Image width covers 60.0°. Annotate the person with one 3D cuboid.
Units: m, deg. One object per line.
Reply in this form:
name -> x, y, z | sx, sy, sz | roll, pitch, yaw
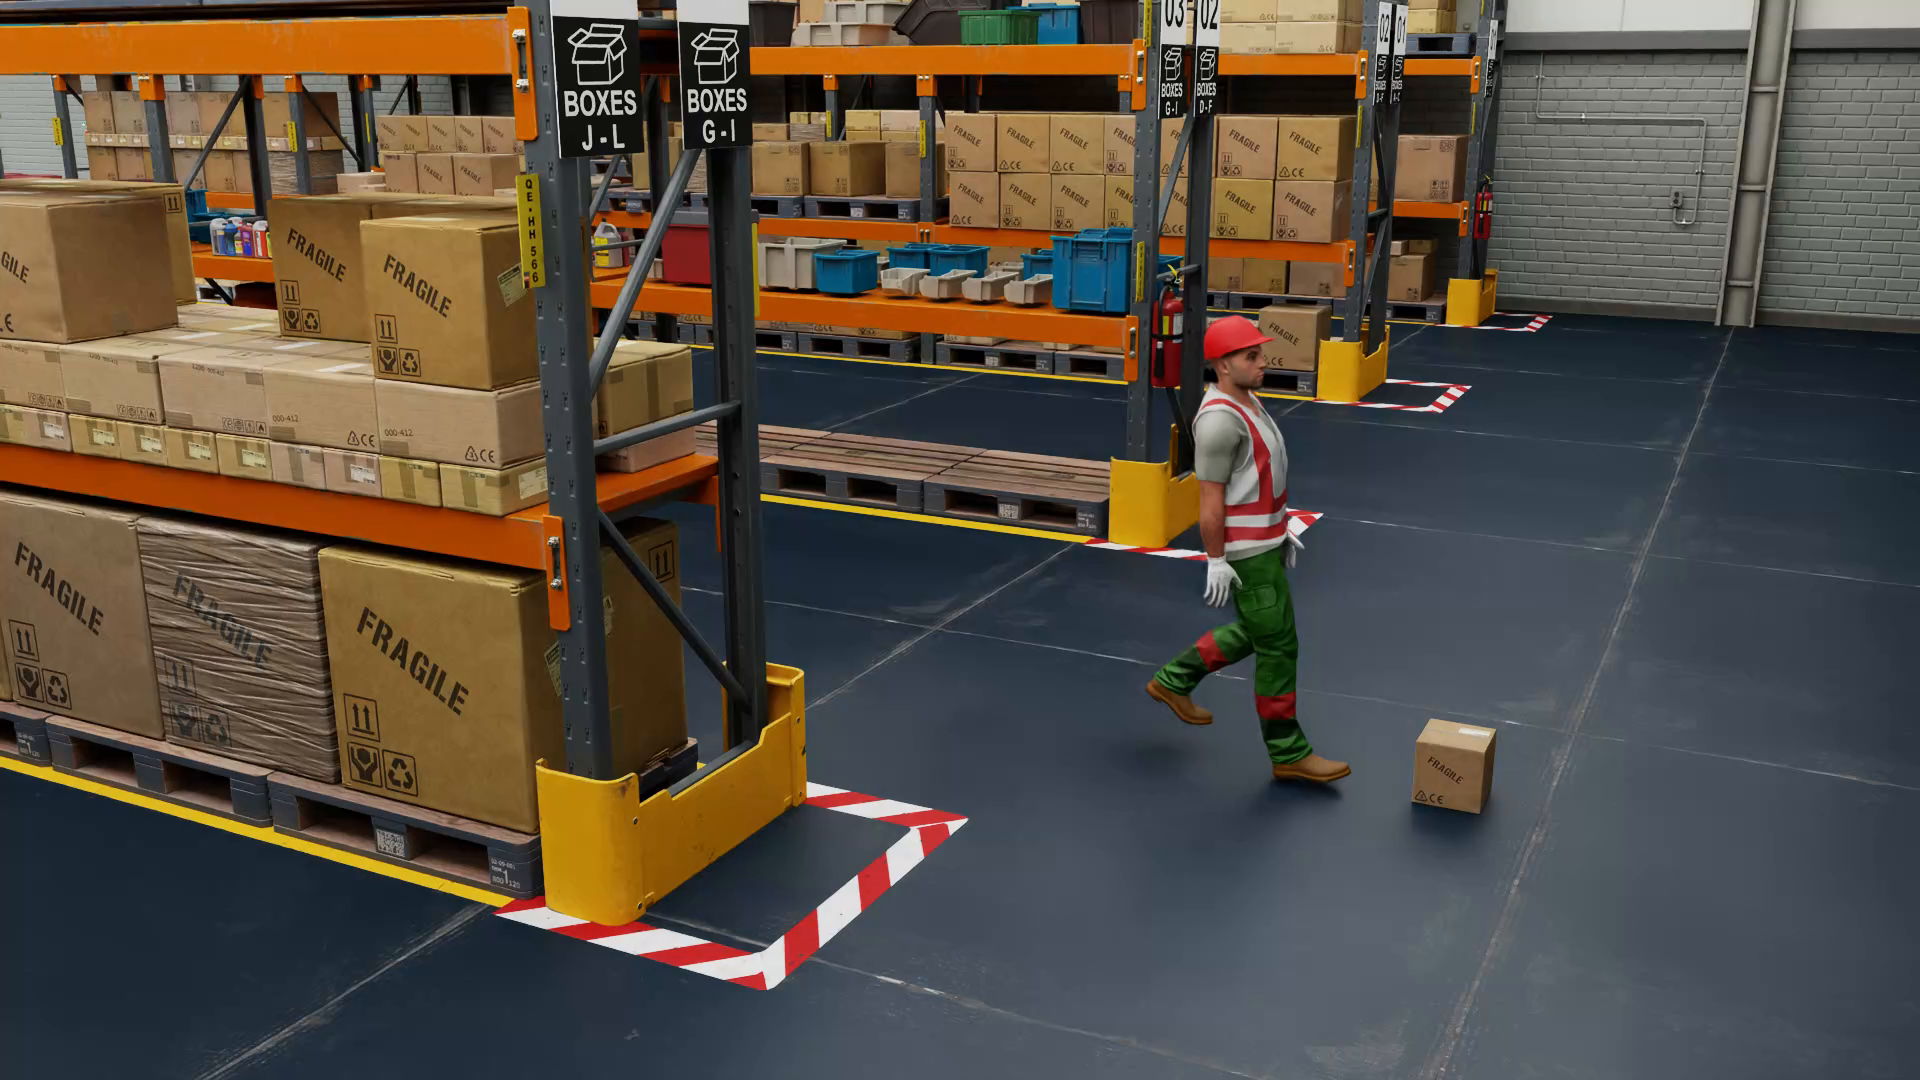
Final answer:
person -> 1.125, 0.025, 6.369 | 0.850, 1.767, 0.545 | 5, 16, 16
